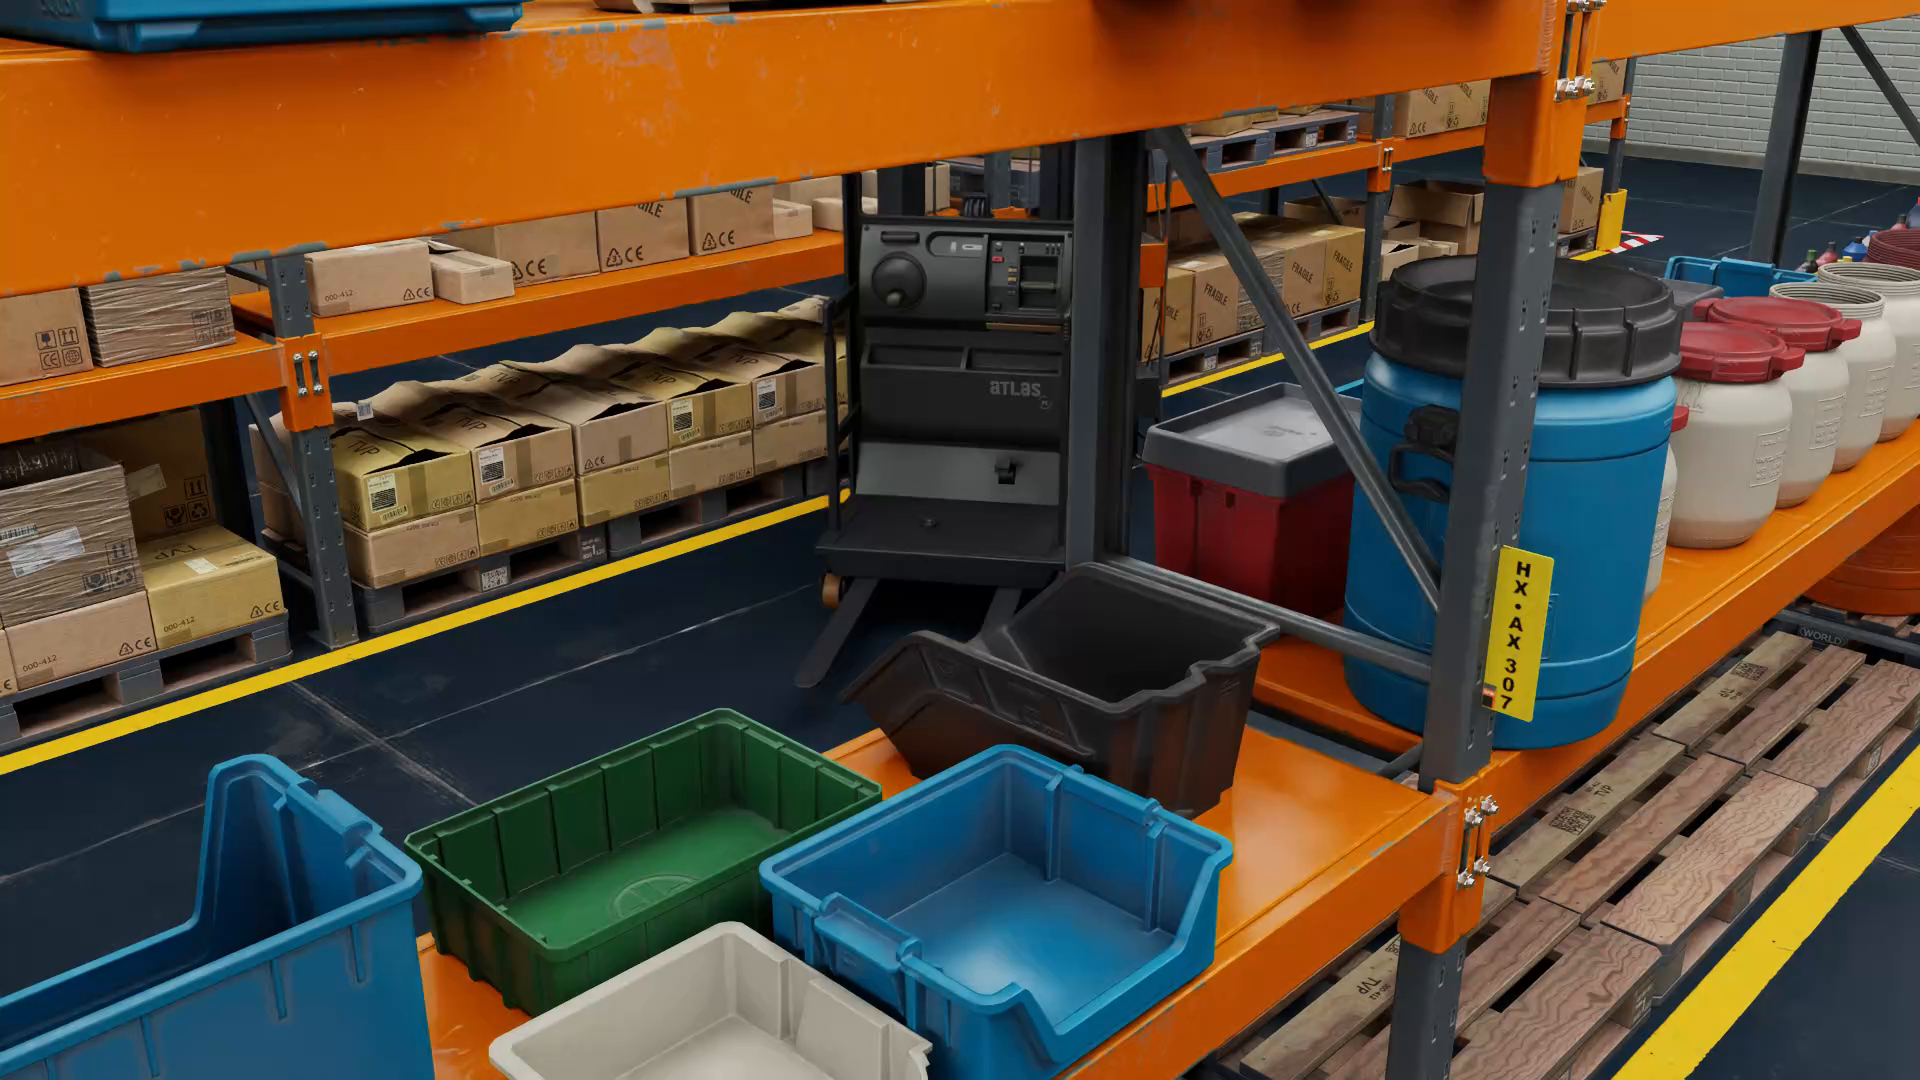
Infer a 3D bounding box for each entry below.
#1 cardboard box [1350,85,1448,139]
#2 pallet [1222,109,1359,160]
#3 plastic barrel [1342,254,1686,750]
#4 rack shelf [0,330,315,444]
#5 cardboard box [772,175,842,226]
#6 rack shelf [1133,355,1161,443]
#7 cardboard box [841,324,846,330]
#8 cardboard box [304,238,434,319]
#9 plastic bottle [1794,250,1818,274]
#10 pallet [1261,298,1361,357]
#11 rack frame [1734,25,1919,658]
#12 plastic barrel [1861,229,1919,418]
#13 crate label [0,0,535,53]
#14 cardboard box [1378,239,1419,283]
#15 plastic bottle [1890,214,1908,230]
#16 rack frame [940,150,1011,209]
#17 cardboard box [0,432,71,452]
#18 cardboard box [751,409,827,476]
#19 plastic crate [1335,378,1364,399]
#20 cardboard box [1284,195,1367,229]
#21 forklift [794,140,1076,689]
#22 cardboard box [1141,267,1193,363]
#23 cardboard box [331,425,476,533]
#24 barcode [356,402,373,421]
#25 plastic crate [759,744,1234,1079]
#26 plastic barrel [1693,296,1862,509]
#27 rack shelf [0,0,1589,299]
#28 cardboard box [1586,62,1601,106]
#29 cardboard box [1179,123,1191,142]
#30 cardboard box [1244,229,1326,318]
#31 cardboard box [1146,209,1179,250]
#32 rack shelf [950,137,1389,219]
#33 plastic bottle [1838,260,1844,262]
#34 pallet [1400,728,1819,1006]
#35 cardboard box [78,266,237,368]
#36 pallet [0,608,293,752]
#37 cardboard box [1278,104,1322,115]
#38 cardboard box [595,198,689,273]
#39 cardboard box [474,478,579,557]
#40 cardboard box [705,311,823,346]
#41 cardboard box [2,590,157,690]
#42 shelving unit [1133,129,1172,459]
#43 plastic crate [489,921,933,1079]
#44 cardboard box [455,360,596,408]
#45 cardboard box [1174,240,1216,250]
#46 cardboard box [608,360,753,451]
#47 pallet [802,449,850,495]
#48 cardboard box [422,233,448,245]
[{"bbox_3d":[3.222,-3.245,12.196,0.500,0.500,0.500,-19,28,-41],"label":"cardboard box"},{"bbox_3d":[2.036,-2.867,11.621,1.003,0.211,1.213,19,28,41],"label":"pallet"},{"bbox_3d":[1.123,-0.095,3.443,0.600,0.901,0.708,19,28,41],"label":"plastic barrel"},{"bbox_3d":[-4.305,-0.229,5.491,1.077,0.370,4.000,19,28,41],"label":"rack shelf"},{"bbox_3d":[-0.882,-1.884,8.919,0.500,0.311,0.500,19,28,40],"label":"cardboard box"},{"bbox_3d":[0.781,-0.705,8.972,0.480,0.518,0.431,-5,21,-12],"label":"rack shelf"},{"bbox_3d":[-0.308,-1.085,9.182,0.500,0.311,0.500,-19,28,-41],"label":"cardboard box"},{"bbox_3d":[-2.597,-1.146,7.085,0.500,0.250,0.500,-18,27,-39],"label":"cardboard box"},{"bbox_3d":[3.404,-1.022,6.716,0.061,0.283,0.133,19,28,41],"label":"plastic bottle"},{"bbox_3d":[2.131,-1.615,11.982,1.003,0.211,1.213,19,28,41],"label":"pallet"},{"bbox_3d":[3.427,-0.866,6.147,1.000,3.000,0.127,19,28,41],"label":"rack frame"},{"bbox_3d":[3.321,-0.735,5.615,0.600,0.536,0.708,19,28,41],"label":"plastic barrel"},{"bbox_3d":[-0.611,-0.539,1.322,0.502,0.251,0.408,19,28,41],"label":"crate label"},{"bbox_3d":[3.119,-2.139,12.594,0.500,0.311,0.500,19,28,41],"label":"cardboard box"},{"bbox_3d":[4.201,-1.316,7.481,0.061,0.283,0.133,19,28,41],"label":"plastic bottle"},{"bbox_3d":[-0.119,-2.107,9.375,1.000,3.000,0.127,19,28,41],"label":"rack frame"},{"bbox_3d":[-3.801,-0.170,6.538,0.500,0.500,0.500,19,28,41],"label":"cardboard box"},{"bbox_3d":[-1.021,-0.561,8.601,0.500,0.250,0.500,-19,28,-41],"label":"cardboard box"},{"bbox_3d":[1.183,-0.192,4.415,0.392,0.384,0.575,19,28,41],"label":"plastic crate"},{"bbox_3d":[2.865,-2.391,12.986,0.500,0.500,0.500,19,28,41],"label":"cardboard box"},{"bbox_3d":[-0.008,-1.140,6.956,1.130,2.935,3.031,4,21,9],"label":"forklift"},{"bbox_3d":[1.118,-1.455,10.549,0.500,0.500,0.500,19,28,40],"label":"cardboard box"},{"bbox_3d":[-2.443,-0.297,7.132,0.500,0.311,0.500,19,28,41],"label":"cardboard box"},{"bbox_3d":[-2.433,-0.527,6.797,0.001,0.075,0.075,19,28,41],"label":"barcode"},{"bbox_3d":[0.059,0.584,2.582,0.499,0.251,0.616,19,28,41],"label":"plastic crate"},{"bbox_3d":[2.275,-0.392,4.725,0.433,0.535,0.433,0,21,0],"label":"plastic barrel"},{"bbox_3d":[-0.758,-0.388,1.725,1.077,0.370,4.000,19,28,41],"label":"rack shelf"},{"bbox_3d":[4.985,-3.892,13.881,0.500,0.500,0.500,20,28,41],"label":"cardboard box"},{"bbox_3d":[1.014,-2.727,10.264,0.500,0.500,0.700,-14,25,-32],"label":"cardboard box"},{"bbox_3d":[2.181,-1.850,11.578,0.500,0.500,0.500,19,28,41],"label":"cardboard box"},{"bbox_3d":[1.112,-2.074,11.116,0.500,0.250,0.500,19,28,40],"label":"cardboard box"},{"bbox_3d":[1.276,-2.285,10.842,1.077,0.370,4.000,19,28,41],"label":"rack shelf"},{"bbox_3d":[3.658,-1.069,6.951,0.097,0.201,0.097,0,21,0],"label":"plastic bottle"},{"bbox_3d":[2.008,0.937,5.343,1.003,0.211,1.213,19,28,41],"label":"pallet"},{"bbox_3d":[-3.215,-1.010,6.381,0.700,0.500,0.500,18,28,39],"label":"cardboard box"},{"bbox_3d":[-3.494,0.417,6.696,1.003,0.211,1.213,19,28,41],"label":"pallet"},{"bbox_3d":[2.181,-3.312,11.786,0.700,0.500,0.500,9,23,23],"label":"cardboard box"},{"bbox_3d":[-1.645,-1.583,7.872,0.500,0.500,0.500,19,28,41],"label":"cardboard box"},{"bbox_3d":[-2.093,-0.164,7.567,0.500,0.250,0.500,-19,28,-41],"label":"cardboard box"},{"bbox_3d":[-1.055,-1.083,9.177,0.500,0.311,0.500,18,28,39],"label":"cardboard box"},{"bbox_3d":[-3.432,0.309,6.338,0.500,0.250,0.500,19,28,41],"label":"cardboard box"},{"bbox_3d":[0.781,-1.372,8.716,0.503,2.100,0.431,-5,21,-12],"label":"shelving unit"},{"bbox_3d":[-0.314,0.766,2.268,0.530,0.136,0.437,19,28,41],"label":"plastic crate"},{"bbox_3d":[-2.124,-0.692,8.159,0.500,0.311,0.500,19,28,40],"label":"cardboard box"},{"bbox_3d":[1.441,-1.844,11.562,0.500,0.500,0.500,20,29,41],"label":"cardboard box"},{"bbox_3d":[-1.371,-0.692,8.161,0.500,0.311,0.500,-19,28,-41],"label":"cardboard box"},{"bbox_3d":[-0.721,-0.603,9.350,1.003,0.211,1.213,19,28,41],"label":"pallet"},{"bbox_3d":[-4.136,-2.186,12.452,0.500,0.500,0.700,-20,29,-41],"label":"cardboard box"}]
